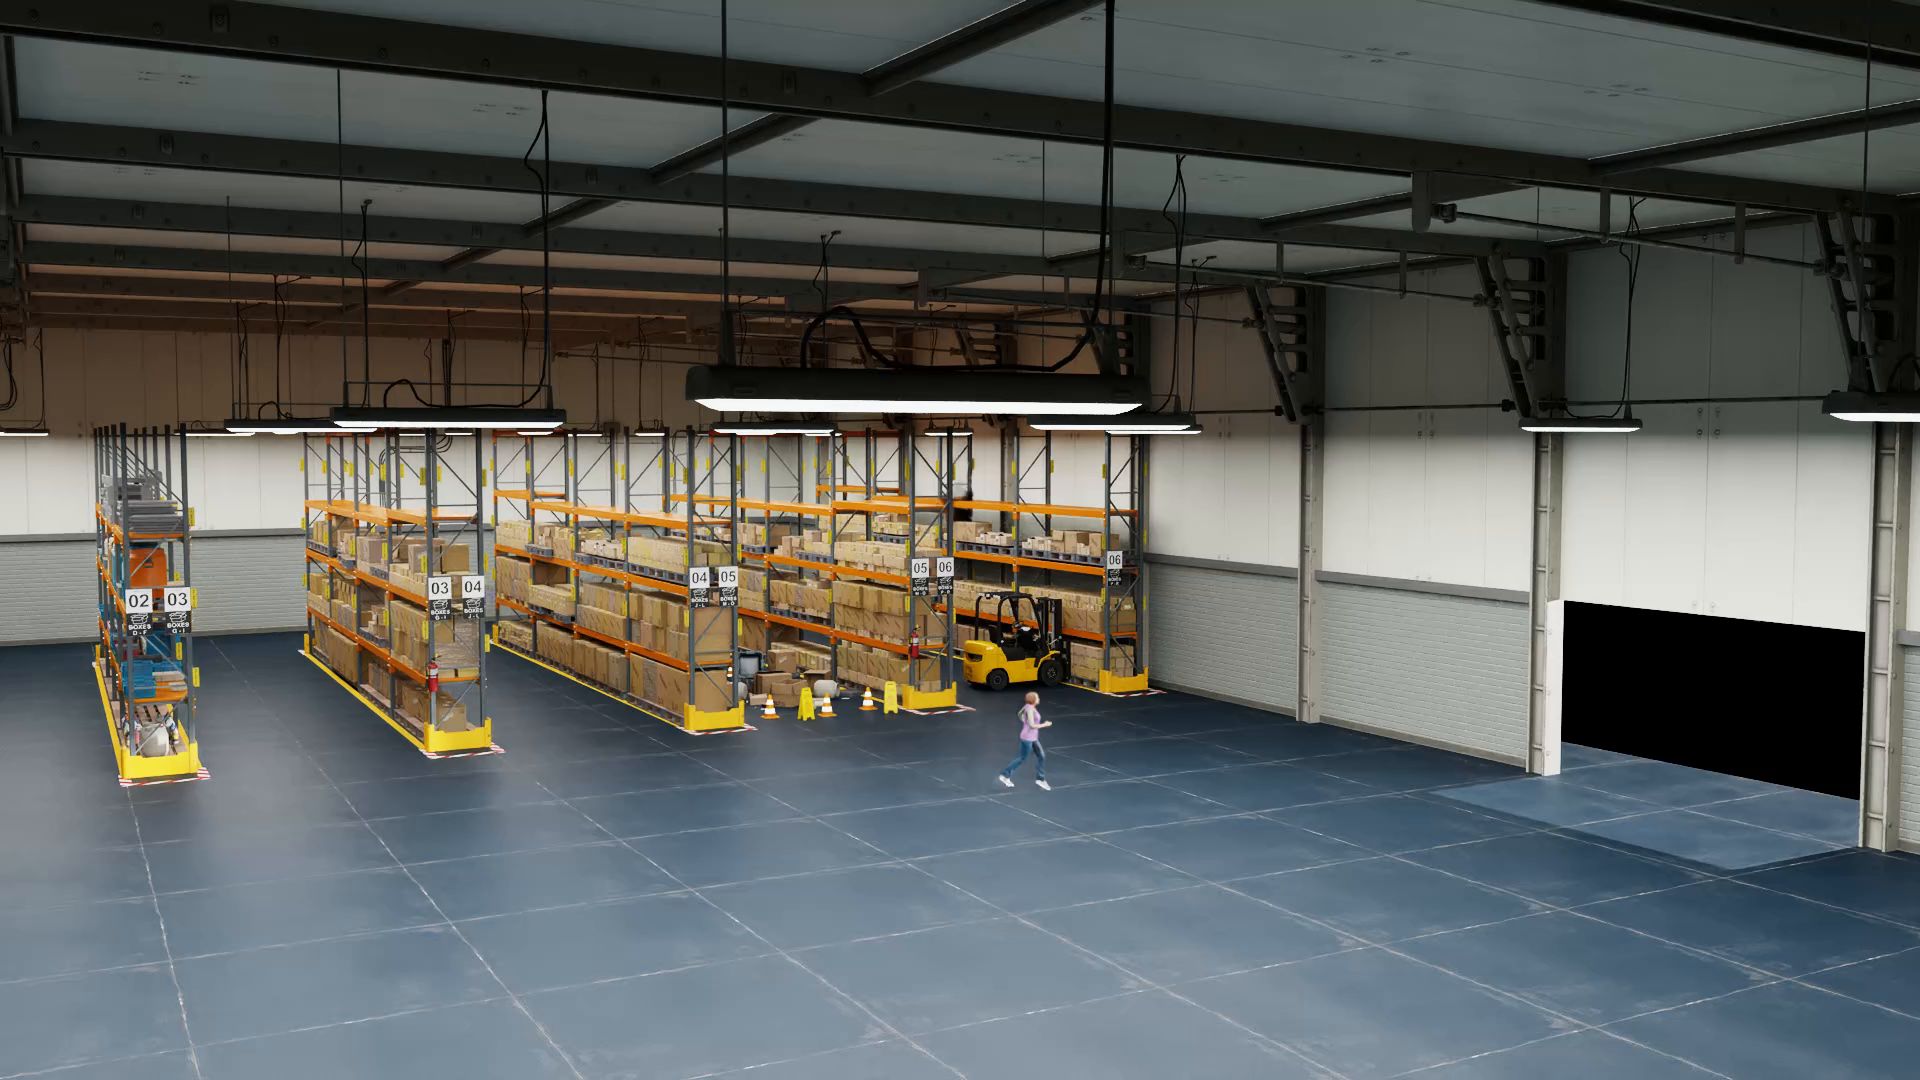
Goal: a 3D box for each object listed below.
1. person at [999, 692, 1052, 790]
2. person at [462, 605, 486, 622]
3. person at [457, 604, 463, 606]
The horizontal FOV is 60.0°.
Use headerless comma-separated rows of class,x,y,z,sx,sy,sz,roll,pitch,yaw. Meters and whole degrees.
person,1.075,3.278,27.144,0.851,1.628,0.548,0,3,7
person,-12.661,2.195,43.294,0.701,1.768,0.986,-2,4,-30
person,-14.380,2.080,47.162,0.829,1.604,0.745,-3,5,-44
